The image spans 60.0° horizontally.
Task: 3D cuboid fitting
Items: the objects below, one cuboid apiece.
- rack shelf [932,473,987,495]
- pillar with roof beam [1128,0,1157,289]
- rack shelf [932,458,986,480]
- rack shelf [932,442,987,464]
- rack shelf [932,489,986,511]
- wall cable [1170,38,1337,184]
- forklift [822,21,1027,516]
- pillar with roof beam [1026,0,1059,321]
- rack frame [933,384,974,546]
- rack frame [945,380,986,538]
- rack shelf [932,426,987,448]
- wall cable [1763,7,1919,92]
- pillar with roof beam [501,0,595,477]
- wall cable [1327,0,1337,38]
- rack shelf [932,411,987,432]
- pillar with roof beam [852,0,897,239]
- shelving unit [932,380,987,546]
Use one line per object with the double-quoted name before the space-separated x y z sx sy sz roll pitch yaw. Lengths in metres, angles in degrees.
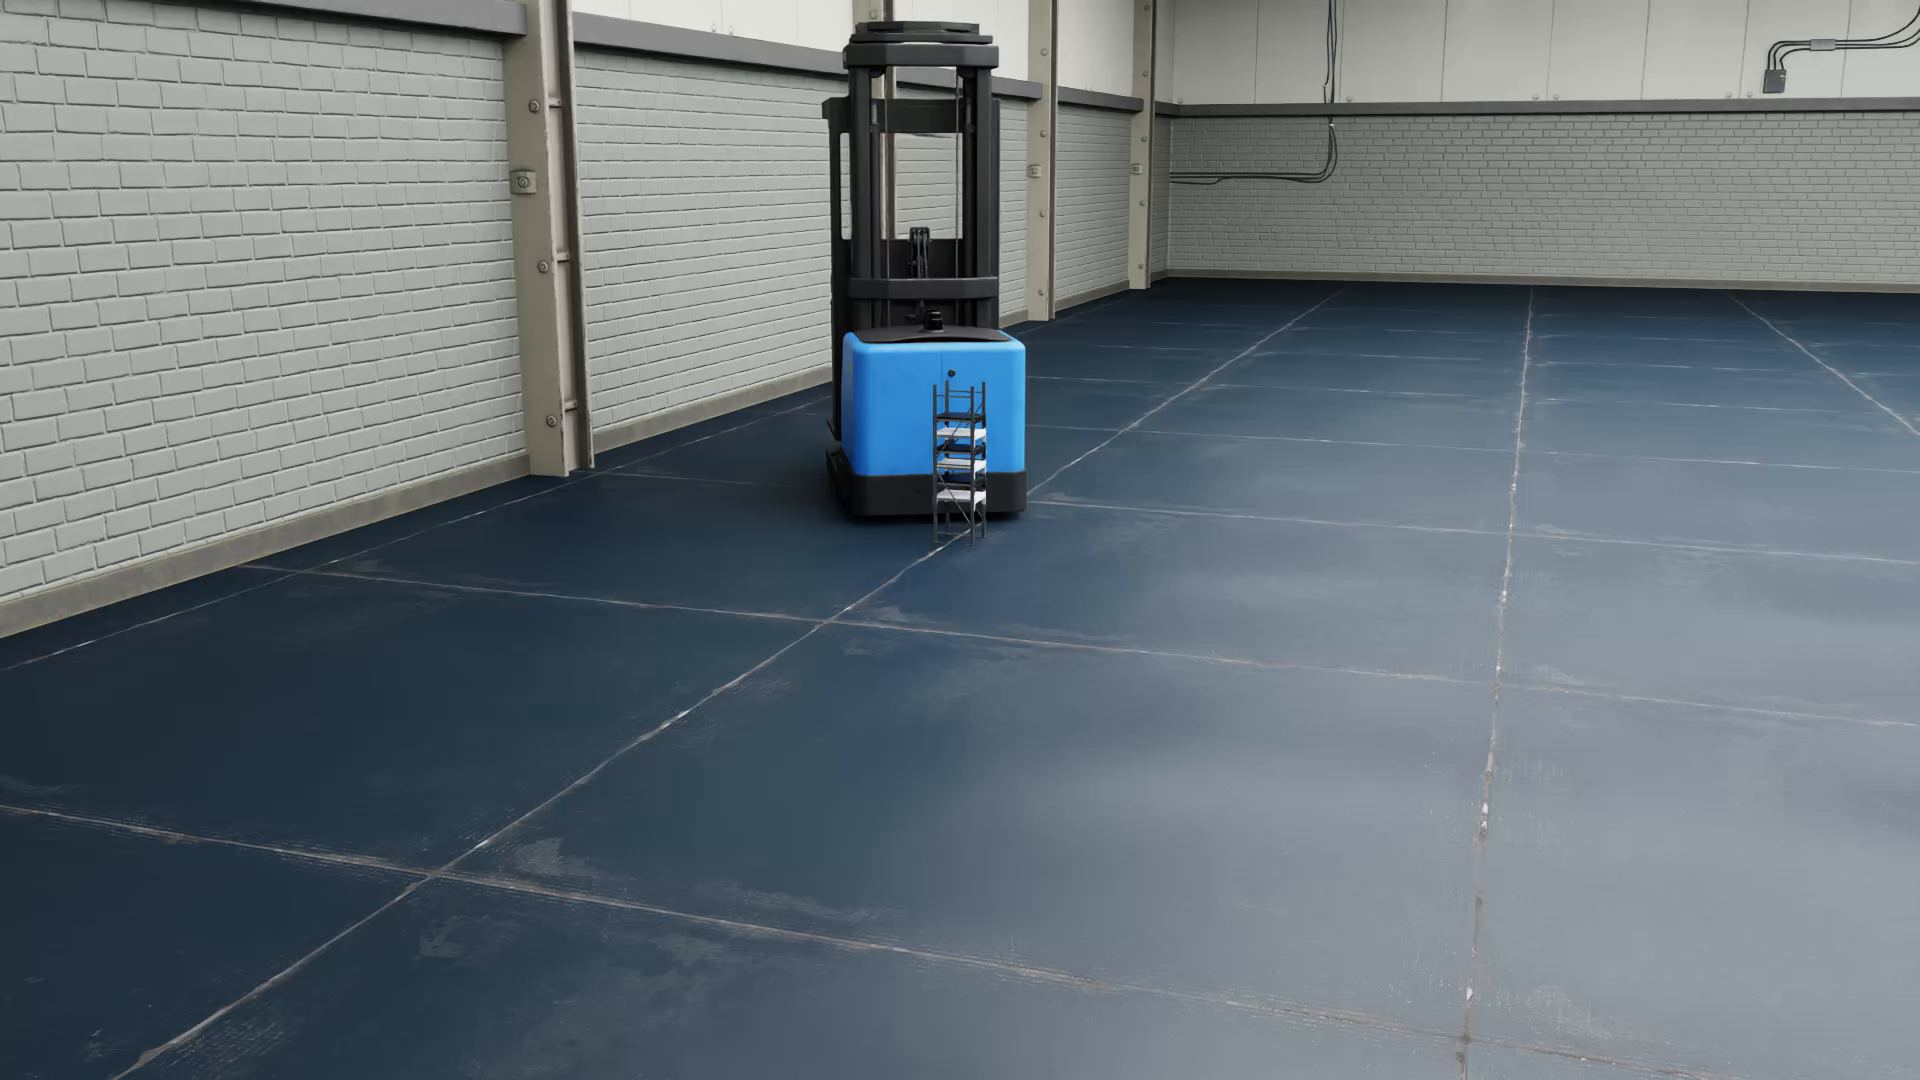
"rack shelf" -0.003 -0.317 9.408 0.258 0.077 0.200 4 14 18
"pillar with roof beam" 7.108 -8.354 25.865 9.100 9.000 0.400 4 14 18
"rack shelf" -0.003 -0.405 9.388 0.258 0.077 0.200 4 14 18
"rack shelf" -0.003 -0.492 9.368 0.258 0.077 0.200 4 14 18
"rack shelf" -0.003 -0.229 9.428 0.258 0.077 0.200 4 14 18
"wall cable" 5.239 -7.675 29.869 3.097 2.526 0.112 4 14 18
"forklift" -0.324 -1.847 10.993 1.130 2.935 3.031 -2 13 -8
"pillar with roof beam" 5.166 -7.090 20.330 9.100 9.000 0.400 4 14 18
"rack frame" -0.036 -0.416 9.287 0.240 0.900 0.006 4 14 18
"rack frame" 0.030 -0.458 9.474 0.240 0.900 0.006 4 14 18
"rack shelf" -0.003 -0.580 9.348 0.258 0.077 0.200 4 14 18
"wall cable" 14.216 -10.160 26.136 2.305 6.003 0.169 4 14 18
"pillar with roof beam" 1.284 -4.564 9.260 9.100 9.000 0.400 4 14 18
"wall cable" 7.799 -9.942 28.454 3.097 2.526 0.112 4 14 18
"rack shelf" -0.003 -0.668 9.328 0.258 0.077 0.200 4 14 18
"pillar with roof beam" 3.225 -5.827 14.795 9.100 9.000 0.400 4 14 18
"shelving unit" -0.003 -0.437 9.380 0.258 0.900 0.210 4 14 18
